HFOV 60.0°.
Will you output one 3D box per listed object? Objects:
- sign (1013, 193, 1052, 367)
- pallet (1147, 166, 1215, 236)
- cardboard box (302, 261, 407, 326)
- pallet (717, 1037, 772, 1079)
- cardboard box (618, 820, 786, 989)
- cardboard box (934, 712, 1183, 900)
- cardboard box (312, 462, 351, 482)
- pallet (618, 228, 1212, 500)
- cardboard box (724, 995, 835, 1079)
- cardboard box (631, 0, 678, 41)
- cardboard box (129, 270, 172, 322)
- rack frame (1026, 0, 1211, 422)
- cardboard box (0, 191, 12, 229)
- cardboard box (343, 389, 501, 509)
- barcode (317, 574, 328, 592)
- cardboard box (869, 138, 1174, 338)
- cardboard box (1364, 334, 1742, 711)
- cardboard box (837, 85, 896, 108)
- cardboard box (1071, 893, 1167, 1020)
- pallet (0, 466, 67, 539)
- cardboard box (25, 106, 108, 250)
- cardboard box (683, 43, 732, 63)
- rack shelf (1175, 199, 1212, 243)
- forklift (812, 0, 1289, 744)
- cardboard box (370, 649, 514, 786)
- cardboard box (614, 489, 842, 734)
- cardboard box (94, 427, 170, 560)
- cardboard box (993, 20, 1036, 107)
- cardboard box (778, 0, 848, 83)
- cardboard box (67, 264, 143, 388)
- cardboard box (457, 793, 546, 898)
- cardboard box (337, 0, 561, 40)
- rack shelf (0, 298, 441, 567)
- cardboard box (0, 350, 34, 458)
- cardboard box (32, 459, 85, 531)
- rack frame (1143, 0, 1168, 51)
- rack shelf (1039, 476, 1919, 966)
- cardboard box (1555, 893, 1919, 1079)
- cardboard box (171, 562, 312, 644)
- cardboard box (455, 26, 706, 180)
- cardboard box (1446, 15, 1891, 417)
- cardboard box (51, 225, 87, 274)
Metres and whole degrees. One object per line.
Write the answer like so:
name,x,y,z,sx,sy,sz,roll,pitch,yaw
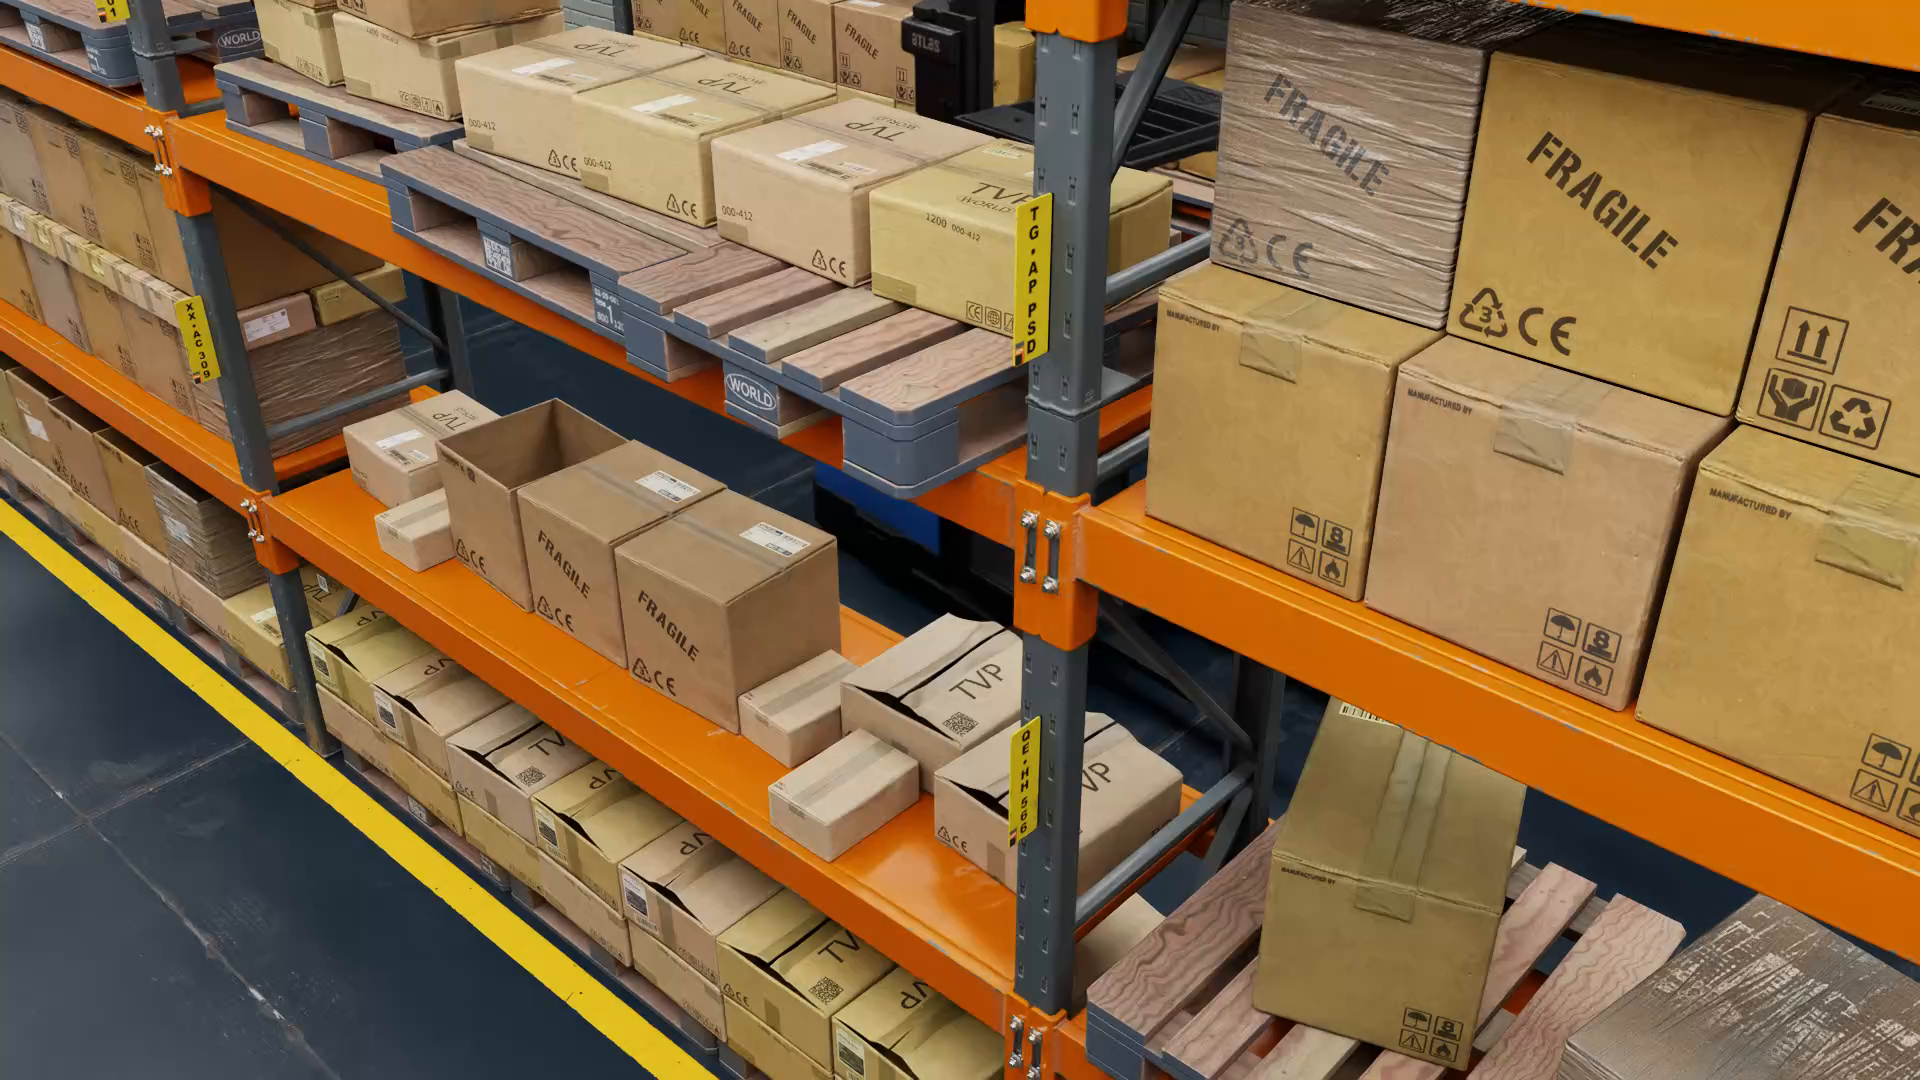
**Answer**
sign,0.138,-0.494,3.176,0.005,0.325,0.100,25,39,35
pallet,1.341,-2.040,9.417,1.213,0.211,1.003,25,39,35
cardboard box,-2.519,-1.035,6.835,0.250,0.149,0.380,25,39,35
pallet,-0.068,1.732,5.668,1.213,0.211,1.003,25,39,35
cardboard box,-0.799,1.155,5.639,0.500,0.311,0.500,25,39,35
cardboard box,0.276,0.733,4.711,0.500,0.311,0.500,-27,40,-37
cardboard box,-2.583,-0.151,7.624,0.500,0.500,0.500,25,39,35
pallet,-0.047,-0.568,4.059,1.003,0.211,1.213,27,40,37
cardboard box,-0.422,1.569,5.493,0.500,0.250,0.500,25,39,35
cardboard box,-1.941,-3.813,11.574,0.500,0.500,0.500,25,39,35
cardboard box,-3.172,-1.056,6.870,0.250,0.149,0.380,24,38,34
rack frame,0.516,-1.733,2.904,0.127,3.000,1.000,25,39,35
cardboard box,-4.312,-1.589,7.756,0.250,0.149,0.380,24,39,35
cardboard box,-2.055,-0.329,6.534,0.500,0.250,0.500,-27,40,-37
barcode,-2.539,0.171,6.623,0.075,0.075,0.001,25,39,35
cardboard box,0.142,-0.699,3.833,0.500,0.250,0.500,22,37,32
cardboard box,1.241,-0.176,3.129,0.500,0.500,0.910,25,39,35
cardboard box,-0.430,-2.779,10.584,0.500,0.250,0.500,25,39,35
cardboard box,0.325,1.301,5.395,0.500,0.311,0.500,27,40,37
pallet,-4.820,-0.488,9.356,1.213,0.211,1.003,25,39,35
cardboard box,-3.529,-1.645,7.219,0.500,0.500,0.700,25,39,35
cardboard box,-1.550,-3.307,11.461,0.500,0.250,0.500,24,38,34
rack shelf,2.355,-1.442,8.935,4.000,0.370,1.077,25,39,35
forklift,0.581,-0.917,7.431,1.130,2.935,3.031,-25,39,-35
cardboard box,-1.942,0.624,6.520,0.500,0.311,0.500,25,39,35
cardboard box,-0.739,0.220,5.380,0.500,0.500,0.500,23,38,33
cardboard box,-3.676,-0.296,7.866,0.500,0.500,0.500,25,39,35
cardboard box,0.314,-2.754,9.815,0.500,0.500,0.500,25,39,35
cardboard box,-0.812,-3.282,10.693,0.500,0.500,0.500,26,40,36
cardboard box,-3.547,-1.096,7.566,0.500,0.500,0.700,26,39,36
cardboard box,-1.552,1.041,6.371,0.500,0.250,0.500,24,38,34
cardboard box,-1.581,-1.852,5.022,0.500,0.500,0.500,-25,39,-35
rack shelf,-3.932,-0.931,8.086,4.000,0.370,1.077,25,39,35
cardboard box,-4.795,-0.812,8.722,0.500,0.500,0.500,25,39,35
cardboard box,-4.423,-0.318,8.629,0.500,0.250,0.500,25,39,35
rack frame,0.872,-2.443,9.899,0.127,3.000,1.000,25,39,35
rack shelf,1.999,0.552,2.713,4.000,0.370,1.077,25,39,35
cardboard box,1.609,1.179,3.379,0.700,0.500,0.500,-21,37,-31
cardboard box,-3.304,0.197,7.773,0.500,0.250,0.500,25,39,35
cardboard box,-1.073,-1.263,4.769,0.500,0.250,0.500,21,37,31
cardboard box,1.214,-0.589,2.846,0.500,0.500,0.500,25,39,35
cardboard box,-3.735,-1.320,7.309,0.250,0.149,0.380,26,40,36
